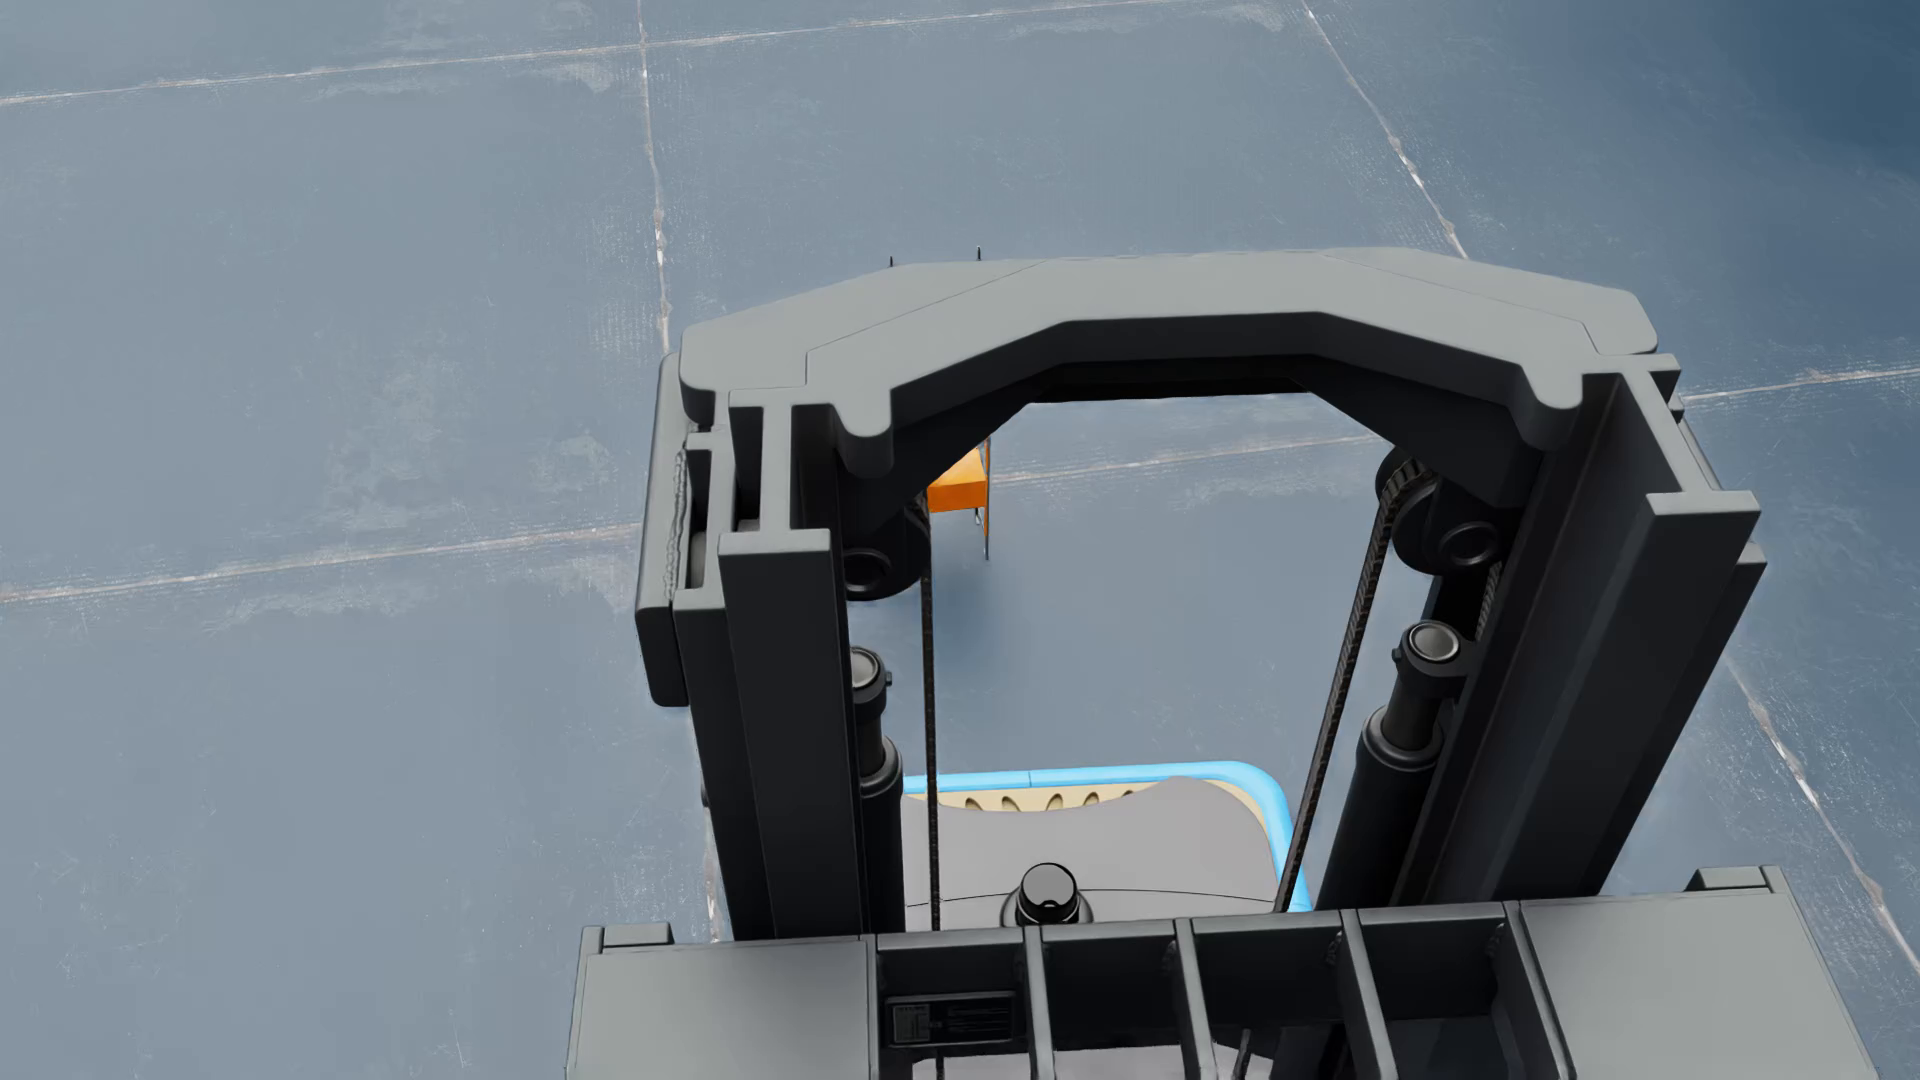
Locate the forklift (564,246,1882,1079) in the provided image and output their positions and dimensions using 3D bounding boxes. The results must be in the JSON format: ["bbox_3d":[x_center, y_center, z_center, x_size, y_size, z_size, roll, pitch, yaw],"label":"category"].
[{"bbox_3d":[0.224,1.250,2.011,1.130,2.935,3.031,-2,46,-2],"label":"forklift"}]

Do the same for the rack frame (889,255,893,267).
[{"bbox_3d":[-0.173,-0.343,4.851,0.008,1.050,0.200,-7,46,-7],"label":"rack frame"}]

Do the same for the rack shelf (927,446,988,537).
[{"bbox_3d":[-0.053,-0.158,5.073,0.240,0.259,0.215,-7,46,-7],"label":"rack shelf"}]

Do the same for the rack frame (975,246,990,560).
[{"bbox_3d":[0.067,-0.373,4.880,0.008,1.050,0.200,-7,46,-7],"label":"rack frame"}]

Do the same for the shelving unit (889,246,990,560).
[{"bbox_3d":[-0.053,-0.358,4.866,0.252,1.050,0.215,-7,46,-7],"label":"shelving unit"}]

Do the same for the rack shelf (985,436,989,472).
[{"bbox_3d":[-0.053,-0.350,4.873,0.240,0.259,0.215,-7,46,-7],"label":"rack shelf"}]
